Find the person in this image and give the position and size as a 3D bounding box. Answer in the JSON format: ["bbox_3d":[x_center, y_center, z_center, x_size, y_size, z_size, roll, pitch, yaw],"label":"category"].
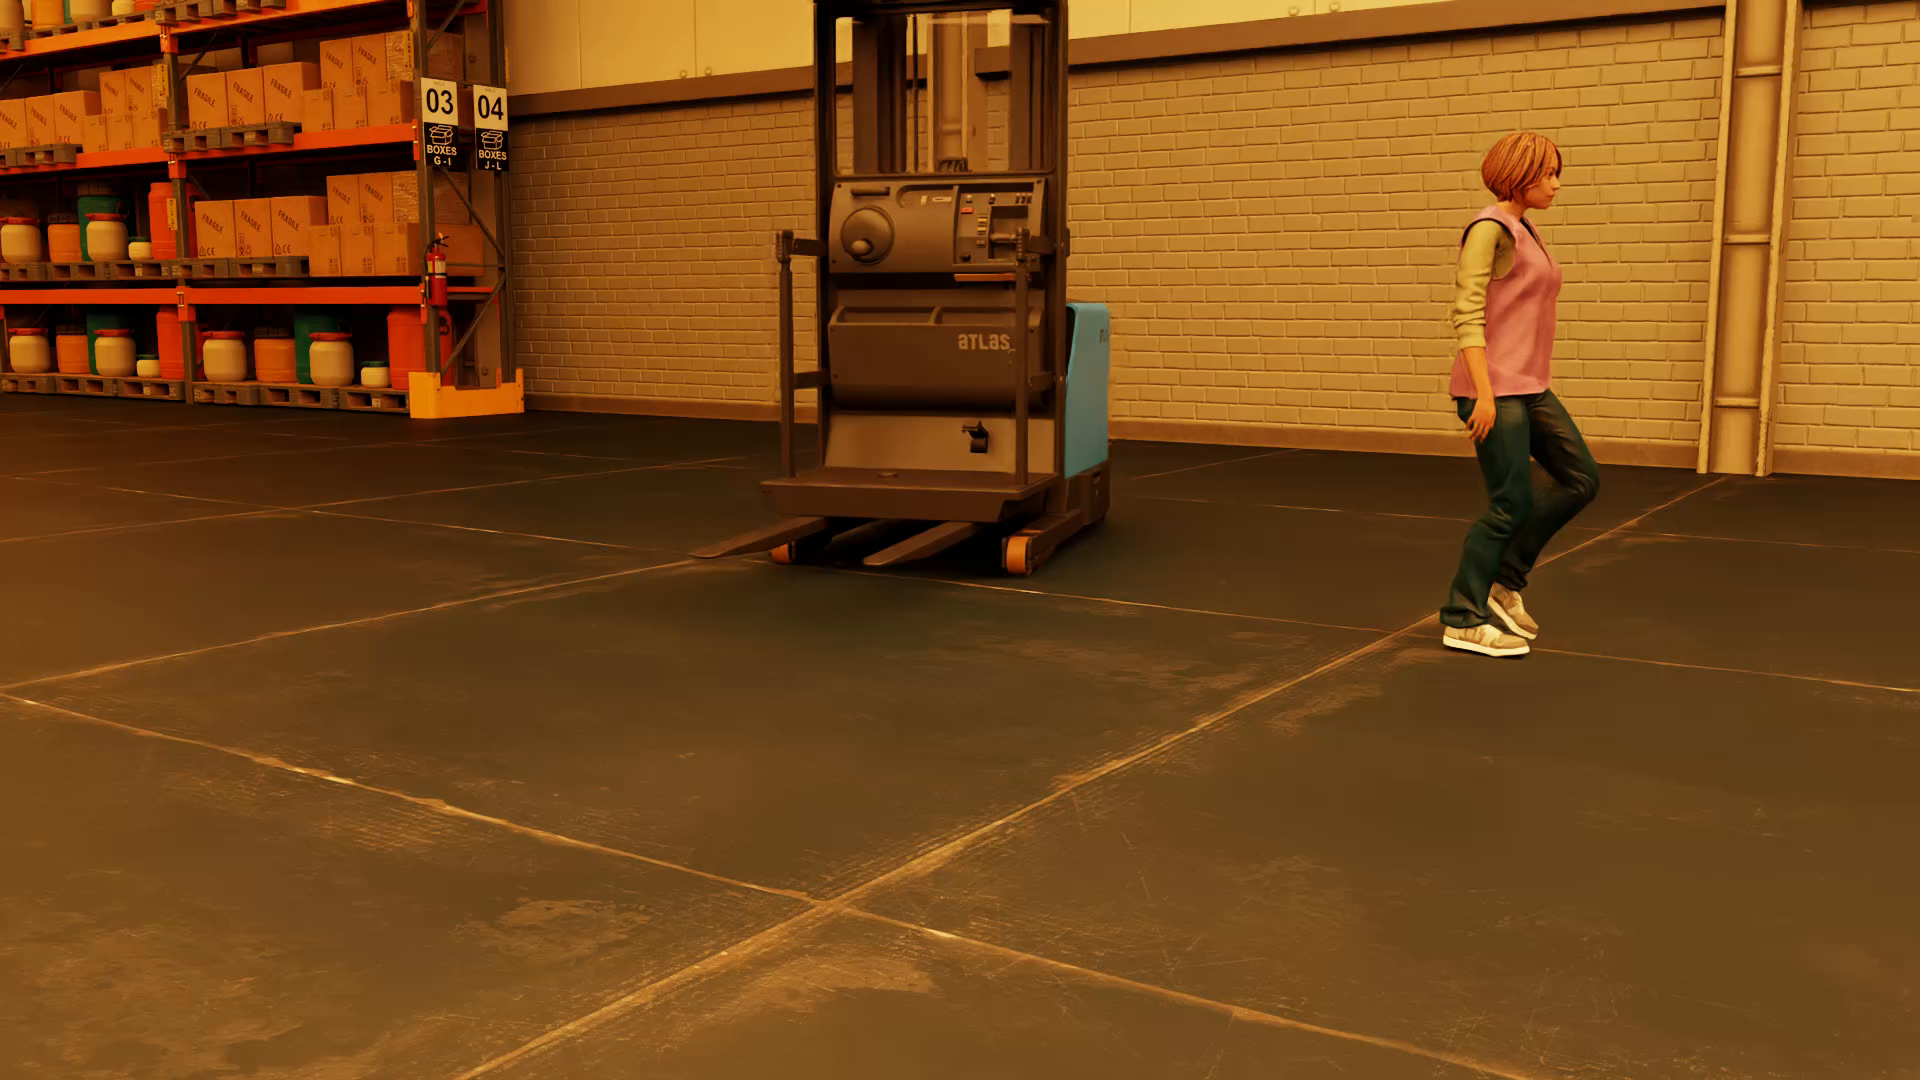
[{"bbox_3d":[1.707,-0.433,5.056,0.425,1.578,0.534,5,9,31],"label":"person"}]

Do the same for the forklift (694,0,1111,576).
[{"bbox_3d":[-0.159,-1.367,6.809,1.130,2.935,3.031,2,8,16],"label":"forklift"}]
